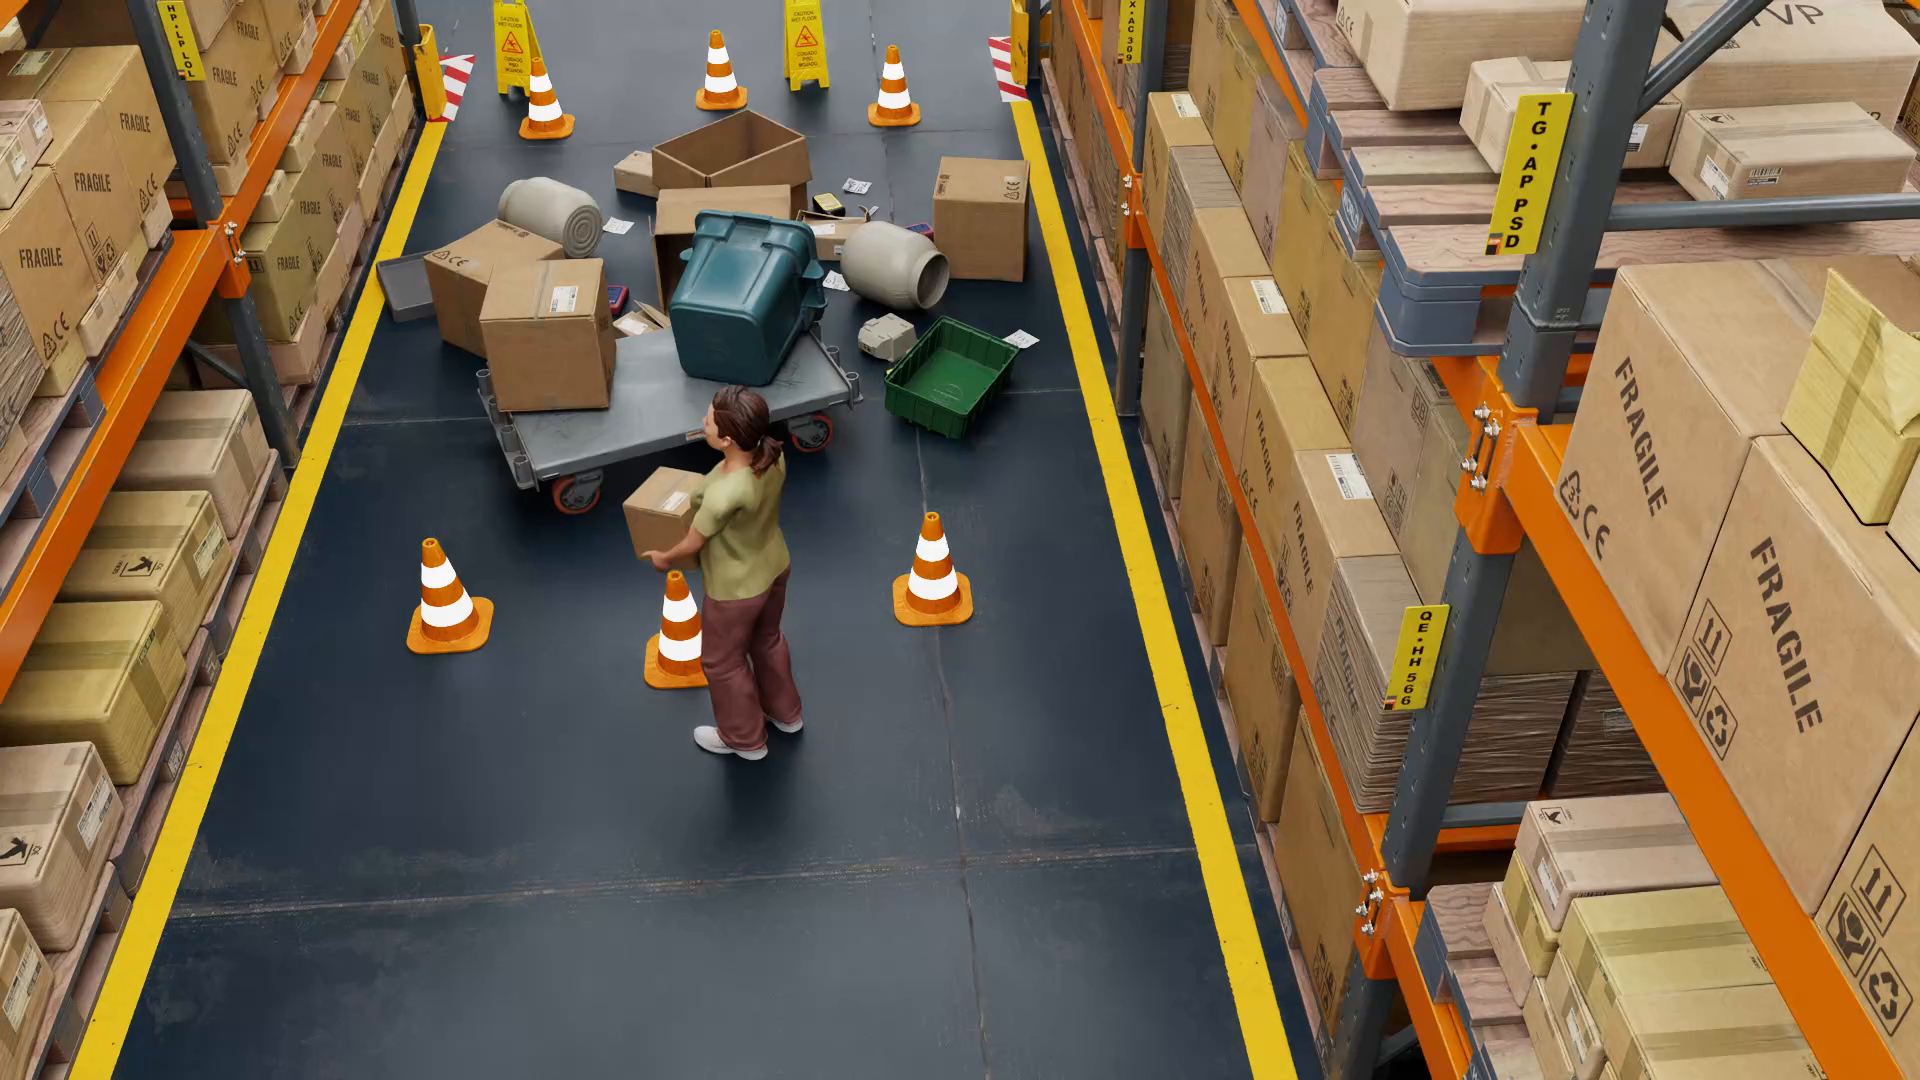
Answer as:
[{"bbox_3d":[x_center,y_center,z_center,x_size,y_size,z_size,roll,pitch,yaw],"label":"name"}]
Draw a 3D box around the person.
[{"bbox_3d":[-0.841,0.120,6.018,0.551,1.667,0.424,16,42,19],"label":"person"}]
